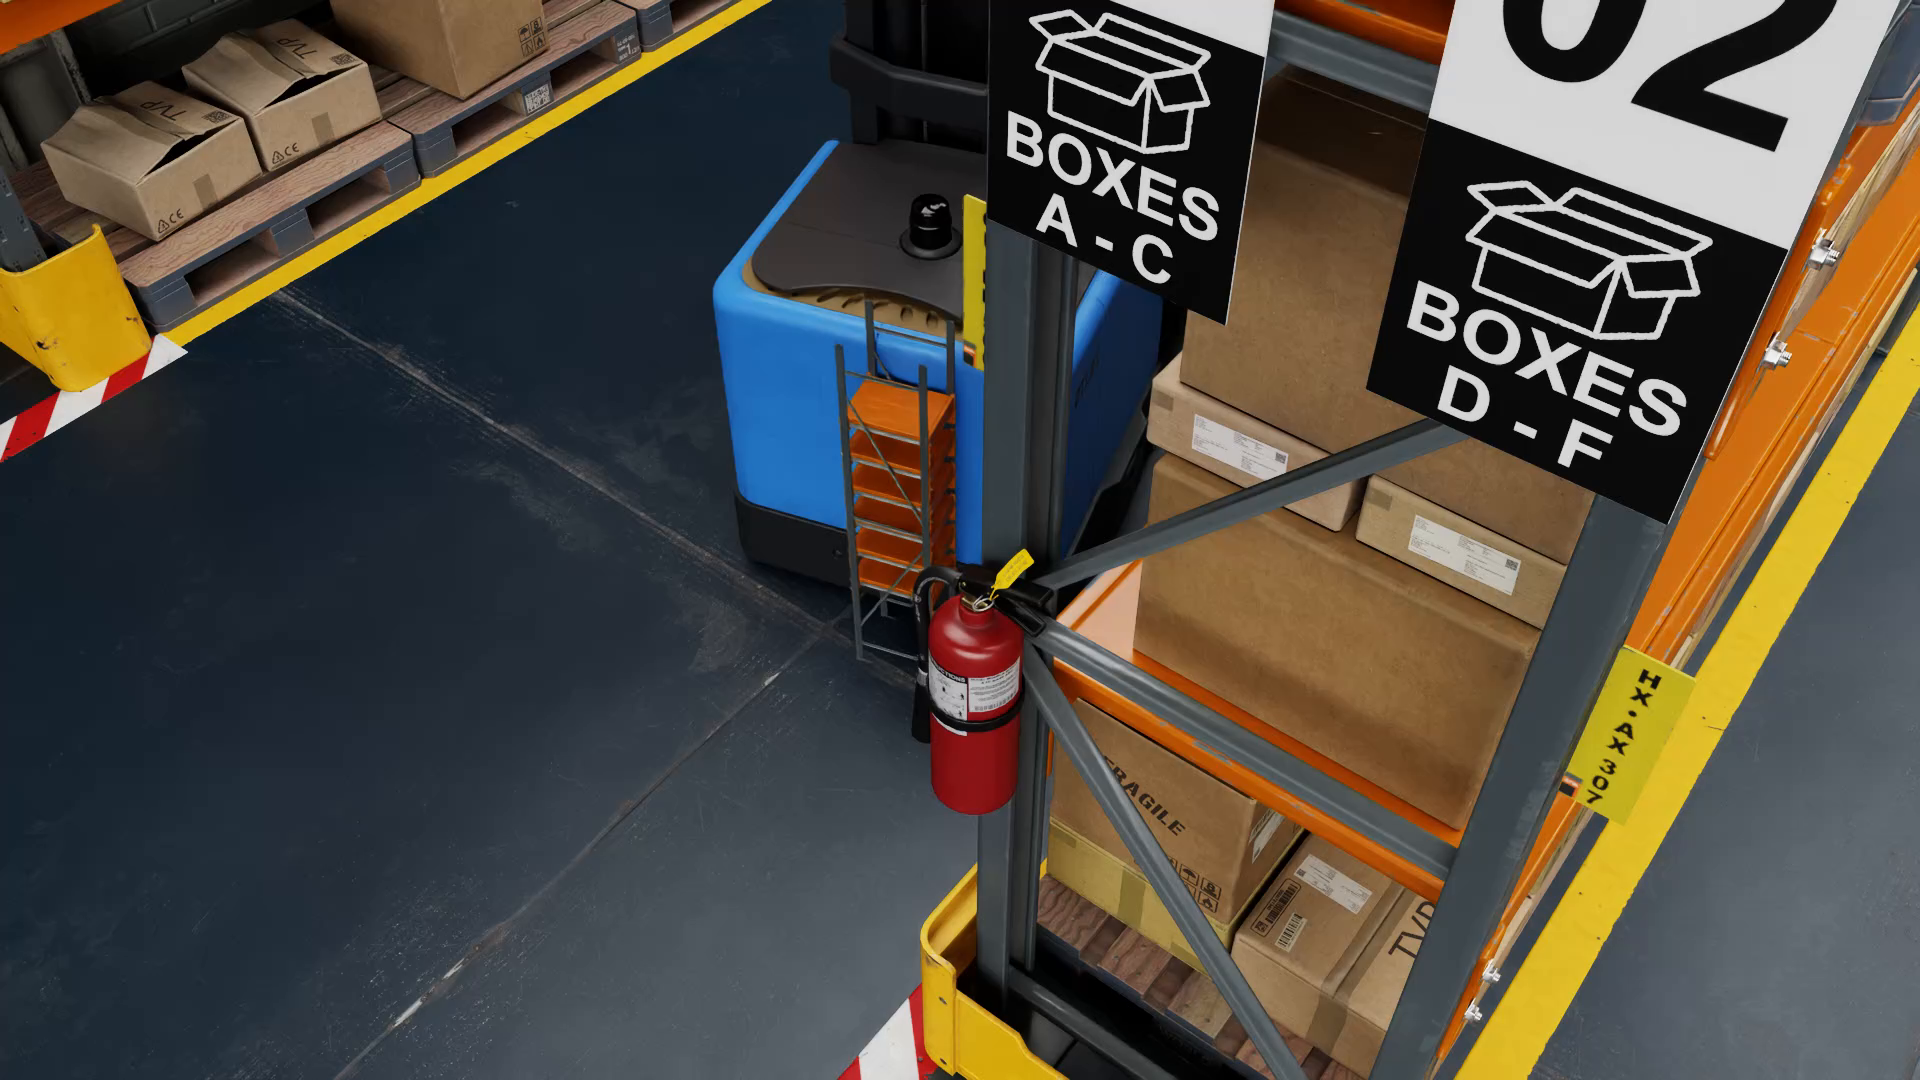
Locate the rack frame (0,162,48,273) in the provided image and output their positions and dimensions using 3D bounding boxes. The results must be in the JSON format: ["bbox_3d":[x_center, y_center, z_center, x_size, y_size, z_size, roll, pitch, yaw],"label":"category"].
[{"bbox_3d":[-3.455,-1.840,4.933,1.000,3.000,0.127,29,53,25],"label":"rack frame"}]

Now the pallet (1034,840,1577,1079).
[{"bbox_3d":[0.902,0.855,4.287,1.003,0.211,1.213,29,53,25],"label":"pallet"}]

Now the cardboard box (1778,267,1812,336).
[{"bbox_3d":[1.347,-0.478,3.114,0.380,0.149,0.250,28,53,24],"label":"cardboard box"}]

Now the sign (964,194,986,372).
[{"bbox_3d":[0.047,-0.381,2.575,0.100,0.325,0.005,29,53,25],"label":"sign"}]

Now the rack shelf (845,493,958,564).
[{"bbox_3d":[-0.159,-0.063,4.542,0.258,0.103,0.180,16,48,14],"label":"rack shelf"}]

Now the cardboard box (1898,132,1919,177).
[{"bbox_3d":[2.330,-1.414,4.457,0.700,0.500,0.500,29,53,25],"label":"cardboard box"}]

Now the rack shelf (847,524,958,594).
[{"bbox_3d":[-0.159,0.020,4.628,0.258,0.103,0.180,16,48,14],"label":"rack shelf"}]

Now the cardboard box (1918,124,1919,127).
[{"bbox_3d":[1.979,-1.070,3.680,0.380,0.149,0.250,31,54,26],"label":"cardboard box"}]

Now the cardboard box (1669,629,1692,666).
[{"bbox_3d":[1.571,0.107,4.166,0.500,0.500,0.500,29,53,25],"label":"cardboard box"}]

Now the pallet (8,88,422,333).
[{"bbox_3d":[-2.884,-1.369,6.412,1.003,0.211,1.213,29,53,25],"label":"pallet"}]

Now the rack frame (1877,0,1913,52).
[{"bbox_3d":[0.468,-1.724,0.674,1.000,3.000,0.127,29,53,25],"label":"rack frame"}]

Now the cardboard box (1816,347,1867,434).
[{"bbox_3d":[2.489,-0.492,5.257,0.500,0.250,0.500,29,53,25],"label":"cardboard box"}]

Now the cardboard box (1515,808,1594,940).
[{"bbox_3d":[1.274,0.657,4.159,0.500,0.250,0.500,29,53,25],"label":"cardboard box"}]

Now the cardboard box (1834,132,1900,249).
[{"bbox_3d":[1.664,-0.778,3.401,0.380,0.149,0.250,29,53,25],"label":"cardboard box"}]

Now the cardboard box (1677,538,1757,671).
[{"bbox_3d":[1.890,0.087,4.704,0.500,0.250,0.500,29,53,25],"label":"cardboard box"}]

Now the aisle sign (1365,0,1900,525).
[{"bbox_3d":[0.670,-0.377,1.738,0.394,0.787,0.004,29,53,25],"label":"aisle sign"}]

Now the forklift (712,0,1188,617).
[{"bbox_3d":[0.324,-1.808,4.950,1.130,2.935,3.031,16,48,14],"label":"forklift"}]

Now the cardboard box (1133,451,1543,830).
[{"bbox_3d":[0.763,0.052,3.057,0.700,0.500,0.500,29,53,25],"label":"cardboard box"}]

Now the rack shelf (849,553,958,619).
[{"bbox_3d":[-0.159,0.103,4.715,0.258,0.103,0.180,16,48,14],"label":"rack shelf"}]

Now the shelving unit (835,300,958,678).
[{"bbox_3d":[-0.159,-0.093,4.509,0.258,1.200,0.189,16,48,14],"label":"shelving unit"}]

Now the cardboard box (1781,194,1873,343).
[{"bbox_3d":[1.707,-0.835,3.904,0.700,0.500,0.500,31,54,26],"label":"cardboard box"}]

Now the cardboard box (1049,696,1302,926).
[{"bbox_3d":[0.560,0.455,3.833,0.500,0.500,0.500,29,53,25],"label":"cardboard box"}]

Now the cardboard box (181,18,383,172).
[{"bbox_3d":[-2.612,-1.745,6.398,0.500,0.311,0.500,34,55,28],"label":"cardboard box"}]

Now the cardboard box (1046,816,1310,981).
[{"bbox_3d":[0.562,0.715,4.103,0.500,0.250,0.500,29,53,25],"label":"cardboard box"}]

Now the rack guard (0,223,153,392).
[{"bbox_3d":[-3.408,-1.020,5.878,1.175,0.500,0.348,29,53,25],"label":"rack guard"}]

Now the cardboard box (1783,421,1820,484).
[{"bbox_3d":[2.185,-0.464,4.712,0.500,0.500,0.500,29,53,25],"label":"cardboard box"}]

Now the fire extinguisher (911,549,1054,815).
[{"bbox_3d":[0.028,0.237,3.003,0.296,0.674,0.183,29,53,25],"label":"fire extinguisher"}]

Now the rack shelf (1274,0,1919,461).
[{"bbox_3d":[1.690,-1.584,3.112,1.077,0.370,4.000,29,53,25],"label":"rack shelf"}]

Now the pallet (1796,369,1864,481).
[{"bbox_3d":[2.394,-0.541,5.621,1.003,0.211,1.213,29,53,25],"label":"pallet"}]

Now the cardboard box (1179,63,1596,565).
[{"bbox_3d":[0.795,-0.426,2.616,0.700,0.500,0.500,29,53,25],"label":"cardboard box"}]

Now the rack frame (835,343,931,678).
[{"bbox_3d":[-0.192,-0.032,4.450,0.240,1.200,0.006,16,48,14],"label":"rack frame"}]

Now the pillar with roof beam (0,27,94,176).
[{"bbox_3d":[-0.305,-2.792,1.694,9.100,9.000,0.400,29,53,25],"label":"pillar with roof beam"}]
